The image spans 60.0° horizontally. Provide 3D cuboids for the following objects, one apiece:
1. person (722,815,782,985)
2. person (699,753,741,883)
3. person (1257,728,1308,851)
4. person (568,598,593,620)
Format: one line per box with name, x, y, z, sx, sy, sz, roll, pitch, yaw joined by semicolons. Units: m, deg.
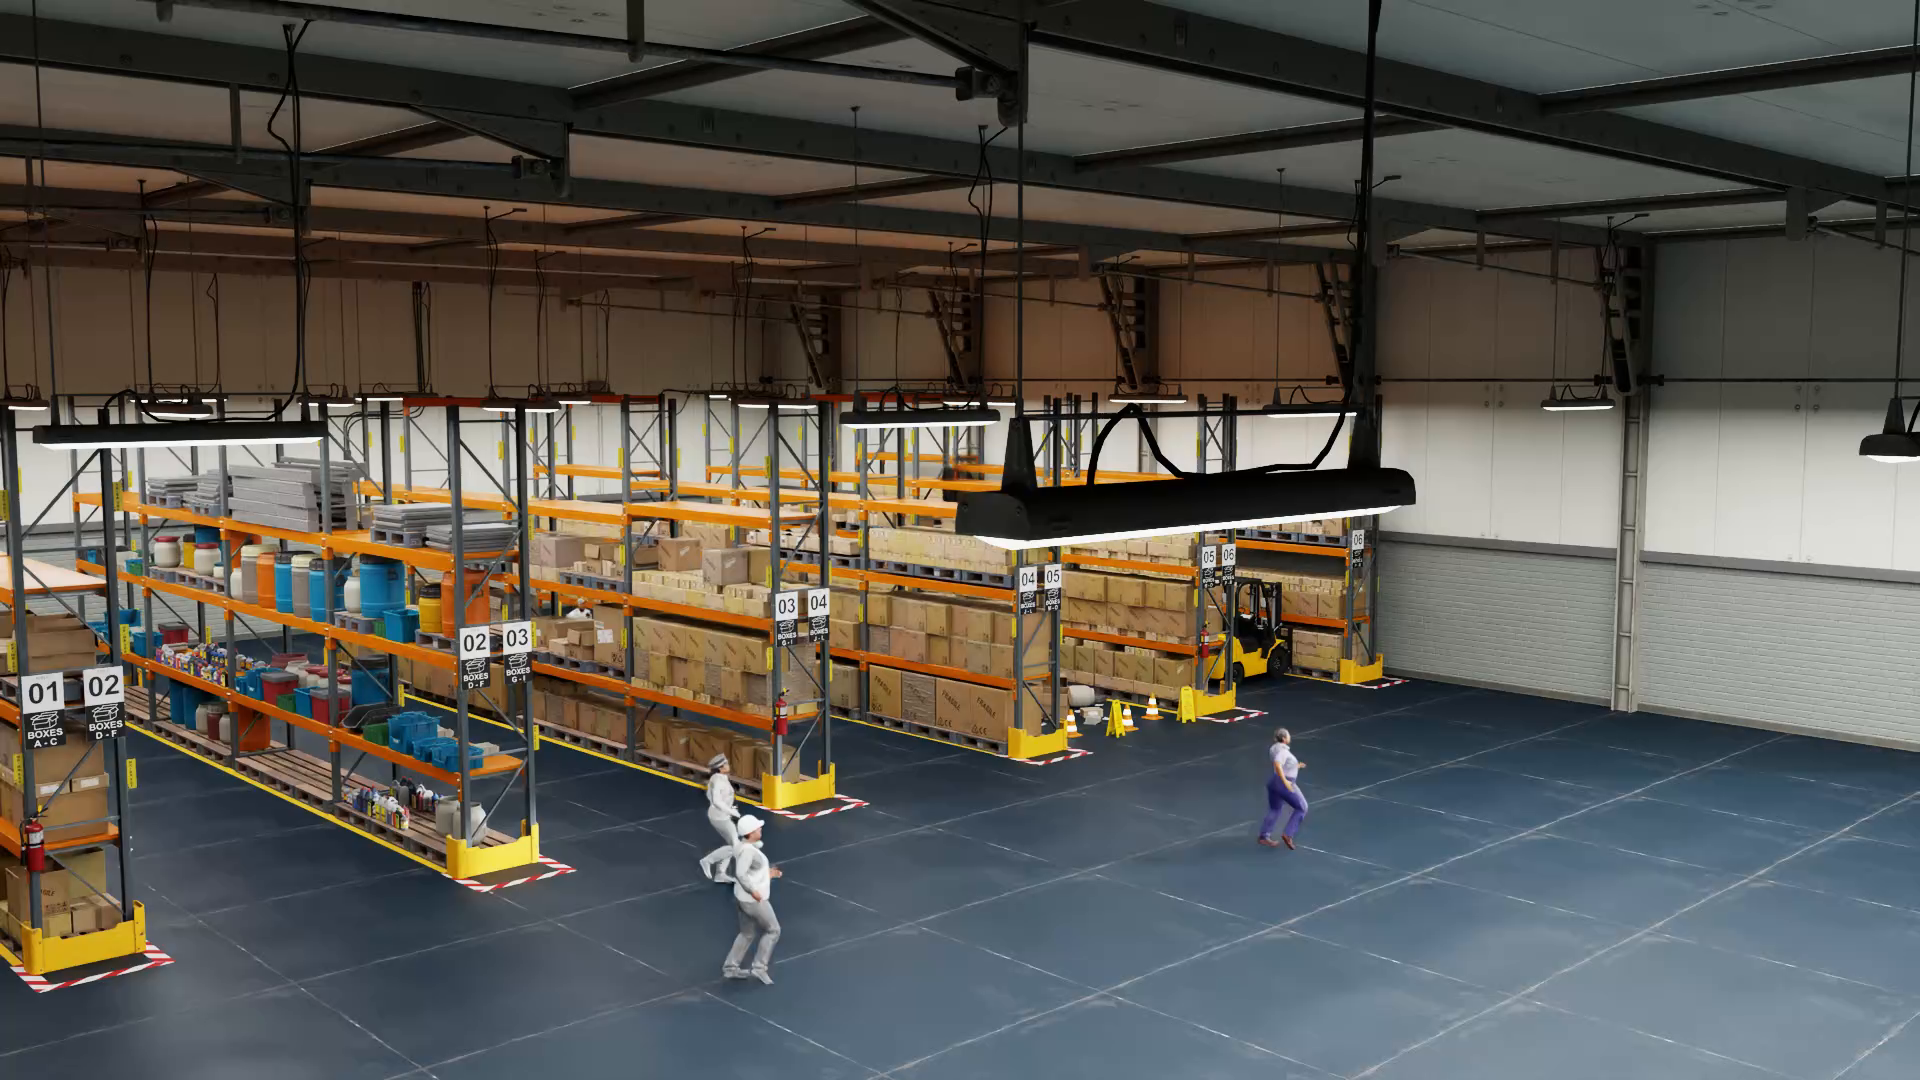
person;-2.174;3.788;17.442;0.658;1.834;0.649;-2;6;-22
person;-3.030;3.490;20.877;0.543;1.652;0.602;-2;6;-19
person;4.367;3.360;22.416;0.682;1.664;0.578;-2;6;-20
person;-8.112;2.068;35.750;0.591;1.635;0.554;-5;7;-41
